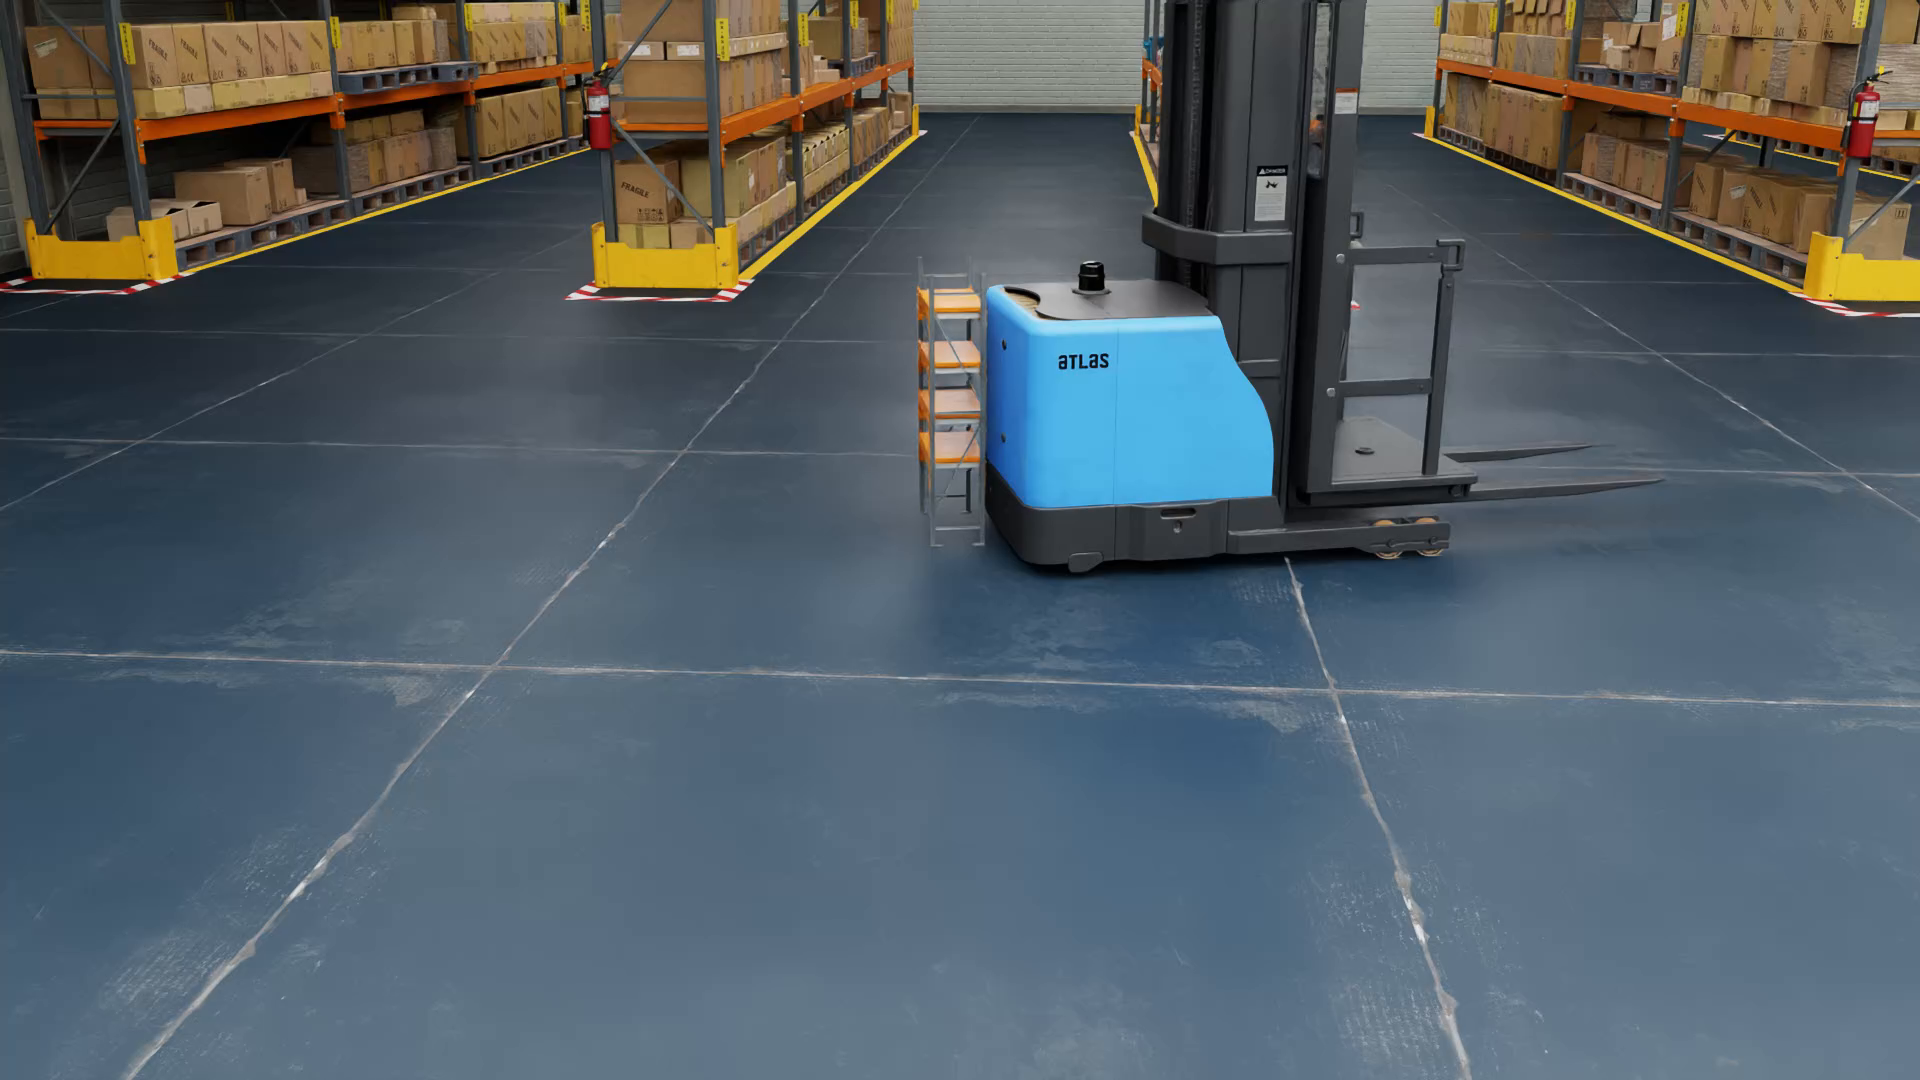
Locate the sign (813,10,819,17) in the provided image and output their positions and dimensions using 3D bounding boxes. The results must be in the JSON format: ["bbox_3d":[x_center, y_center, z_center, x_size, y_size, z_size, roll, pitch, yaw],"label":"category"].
[{"bbox_3d":[-2.137,-7.725,24.790,0.100,0.325,0.005,1,18,4],"label":"sign"}]

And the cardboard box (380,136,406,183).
[{"bbox_3d":[-7.010,-4.498,19.640,0.700,0.500,0.500,1,18,5],"label":"cardboard box"}]

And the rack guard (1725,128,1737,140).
[{"bbox_3d":[13.507,-6.970,27.892,1.175,0.500,0.348,1,18,4],"label":"rack guard"}]

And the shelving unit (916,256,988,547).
[{"bbox_3d":[-0.040,-0.620,7.388,0.258,1.200,0.503,-2,18,-7],"label":"shelving unit"}]

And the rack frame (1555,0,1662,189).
[{"bbox_3d":[7.999,-5.839,20.426,1.000,3.000,0.127,1,18,4],"label":"rack frame"}]

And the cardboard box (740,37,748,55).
[{"bbox_3d":[-2.122,-4.450,14.983,0.380,0.149,0.250,1,18,3],"label":"cardboard box"}]

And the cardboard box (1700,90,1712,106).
[{"bbox_3d":[7.376,-4.262,16.015,0.380,0.149,0.250,1,18,4],"label":"cardboard box"}]

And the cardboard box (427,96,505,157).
[{"bbox_3d":[-6.639,-5.574,22.395,0.750,0.750,0.750,1,18,3],"label":"cardboard box"}]

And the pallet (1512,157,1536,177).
[{"bbox_3d":[8.221,-5.135,22.755,1.003,0.211,1.213,1,18,4],"label":"pallet"}]

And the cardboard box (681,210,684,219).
[{"bbox_3d":[-2.688,-2.798,14.887,0.500,0.250,0.500,1,18,4],"label":"cardboard box"}]

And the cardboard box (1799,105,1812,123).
[{"bbox_3d":[7.258,-3.562,13.880,0.380,0.149,0.250,1,18,4],"label":"cardboard box"}]

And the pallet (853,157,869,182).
[{"bbox_3d":[-1.790,-4.967,22.243,1.003,0.211,1.213,1,18,4],"label":"pallet"}]

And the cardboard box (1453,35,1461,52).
[{"bbox_3d":[8.198,-7.933,26.580,0.500,0.250,0.500,1,18,2],"label":"cardboard box"}]

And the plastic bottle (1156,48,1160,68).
[{"bbox_3d":[2.884,-6.991,24.128,0.061,0.283,0.133,1,18,4],"label":"plastic bottle"}]

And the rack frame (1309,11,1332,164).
[{"bbox_3d":[2.485,-3.465,13.180,1.000,3.000,0.127,1,18,4],"label":"rack frame"}]

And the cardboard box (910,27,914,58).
[{"bbox_3d":[-1.069,-8.448,28.228,0.500,0.500,0.500,2,18,6],"label":"cardboard box"}]

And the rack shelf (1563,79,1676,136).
[{"bbox_3d":[7.856,-4.876,18.642,1.077,0.370,4.000,1,18,4],"label":"rack shelf"}]

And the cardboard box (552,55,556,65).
[{"bbox_3d":[-6.278,-7.192,24.926,0.380,0.149,0.250,1,18,4],"label":"cardboard box"}]

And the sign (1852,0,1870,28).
[{"bbox_3d":[6.873,-4.073,12.670,0.100,0.325,0.005,1,18,4],"label":"sign"}]

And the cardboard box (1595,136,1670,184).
[{"bbox_3d":[7.944,-4.479,19.583,0.700,0.500,0.500,0,18,-1],"label":"cardboard box"}]

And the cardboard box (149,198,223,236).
[{"bbox_3d":[-7.216,-3.007,15.395,0.500,0.311,0.500,3,18,8],"label":"cardboard box"}]

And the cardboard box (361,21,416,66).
[{"bbox_3d":[-6.914,-5.894,19.725,0.700,0.500,0.500,1,18,4],"label":"cardboard box"}]

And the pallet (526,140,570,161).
[{"bbox_3d":[-6.516,-5.847,24.927,1.003,0.211,1.213,1,18,4],"label":"pallet"}]

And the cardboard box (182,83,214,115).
[{"bbox_3d":[-7.022,-3.930,14.810,0.500,0.250,0.500,1,18,2],"label":"cardboard box"}]

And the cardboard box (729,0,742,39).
[{"bbox_3d":[-2.338,-4.722,14.772,0.700,0.500,0.500,1,18,4],"label":"cardboard box"}]

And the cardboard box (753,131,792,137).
[{"bbox_3d":[-2.280,-4.743,19.921,0.500,0.311,0.500,1,18,2],"label":"cardboard box"}]

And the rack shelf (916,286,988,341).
[{"bbox_3d":[-0.040,-0.993,7.266,0.258,0.148,0.480,-2,18,-7],"label":"rack shelf"}]

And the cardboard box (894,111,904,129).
[{"bbox_3d":[-1.199,-6.980,27.616,0.500,0.250,0.500,1,18,4],"label":"cardboard box"}]

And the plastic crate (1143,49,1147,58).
[{"bbox_3d":[3.132,-7.960,27.225,0.250,0.136,0.298,1,18,4],"label":"plastic crate"}]

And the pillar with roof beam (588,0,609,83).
[{"bbox_3d":[-2.625,-12.268,30.411,9.100,9.000,0.400,1,18,4],"label":"pillar with roof beam"}]

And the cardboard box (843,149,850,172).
[{"bbox_3d":[-1.676,-4.785,20.952,0.500,0.250,0.500,2,18,5],"label":"cardboard box"}]

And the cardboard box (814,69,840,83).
[{"bbox_3d":[-1.671,-5.656,20.272,0.380,0.149,0.250,1,18,4],"label":"cardboard box"}]

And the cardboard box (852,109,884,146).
[{"bbox_3d":[-1.388,-6.012,24.261,0.500,0.500,0.500,1,18,4],"label":"cardboard box"}]

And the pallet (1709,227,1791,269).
[{"bbox_3d":[7.614,-2.682,15.270,1.003,0.211,1.213,1,18,4],"label":"pallet"}]

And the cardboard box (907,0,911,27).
[{"bbox_3d":[-1.101,-8.767,27.596,0.500,0.500,0.500,2,18,5],"label":"cardboard box"}]

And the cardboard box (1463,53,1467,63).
[{"bbox_3d":[8.092,-7.542,26.027,0.380,0.149,0.250,2,18,5],"label":"cardboard box"}]

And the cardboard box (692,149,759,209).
[{"bbox_3d":[-2.138,-3.298,15.209,0.500,0.500,0.500,1,18,4],"label":"cardboard box"}]

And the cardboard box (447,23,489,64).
[{"bbox_3d":[-6.533,-6.514,21.816,0.500,0.500,0.500,2,18,6],"label":"cardboard box"}]

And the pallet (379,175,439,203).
[{"bbox_3d":[-6.970,-4.225,19.978,1.003,0.211,1.213,1,18,4],"label":"pallet"}]

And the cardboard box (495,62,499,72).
[{"bbox_3d":[-6.533,-6.478,22.748,0.380,0.149,0.250,2,18,5],"label":"cardboard box"}]

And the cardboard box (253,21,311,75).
[{"bbox_3d":[-6.865,-4.914,16.608,0.500,0.500,0.500,1,18,4],"label":"cardboard box"}]

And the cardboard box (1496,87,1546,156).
[{"bbox_3d":[8.197,-5.795,23.028,1.225,0.875,0.875,1,18,2],"label":"cardboard box"}]

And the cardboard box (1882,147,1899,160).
[{"bbox_3d":[12.848,-5.400,22.426,0.500,0.500,0.500,2,18,5],"label":"cardboard box"}]

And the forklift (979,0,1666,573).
[{"bbox_3d":[1.656,-1.467,7.192,3.031,2.935,1.130,-4,18,-11],"label":"forklift"}]

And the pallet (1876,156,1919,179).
[{"bbox_3d":[13.086,-4.992,22.320,1.003,0.211,1.213,1,18,4],"label":"pallet"}]

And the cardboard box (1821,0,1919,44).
[{"bbox_3d":[7.218,-4.195,13.164,0.500,0.500,0.500,1,18,4],"label":"cardboard box"}]

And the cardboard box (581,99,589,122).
[{"bbox_3d":[-6.341,-6.811,26.731,0.700,0.500,0.500,1,18,3],"label":"cardboard box"}]

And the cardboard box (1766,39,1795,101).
[{"bbox_3d":[7.487,-4.026,14.254,0.875,0.500,0.500,1,18,4],"label":"cardboard box"}]

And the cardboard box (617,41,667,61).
[{"bbox_3d":[-2.618,-4.055,13.780,0.380,0.149,0.250,1,18,3],"label":"cardboard box"}]

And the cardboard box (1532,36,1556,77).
[{"bbox_3d":[7.863,-6.361,21.859,0.500,0.500,0.500,1,18,2],"label":"cardboard box"}]

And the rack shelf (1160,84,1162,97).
[{"bbox_3d":[2.915,-4.987,18.979,1.077,0.370,4.000,1,18,4],"label":"rack shelf"}]
